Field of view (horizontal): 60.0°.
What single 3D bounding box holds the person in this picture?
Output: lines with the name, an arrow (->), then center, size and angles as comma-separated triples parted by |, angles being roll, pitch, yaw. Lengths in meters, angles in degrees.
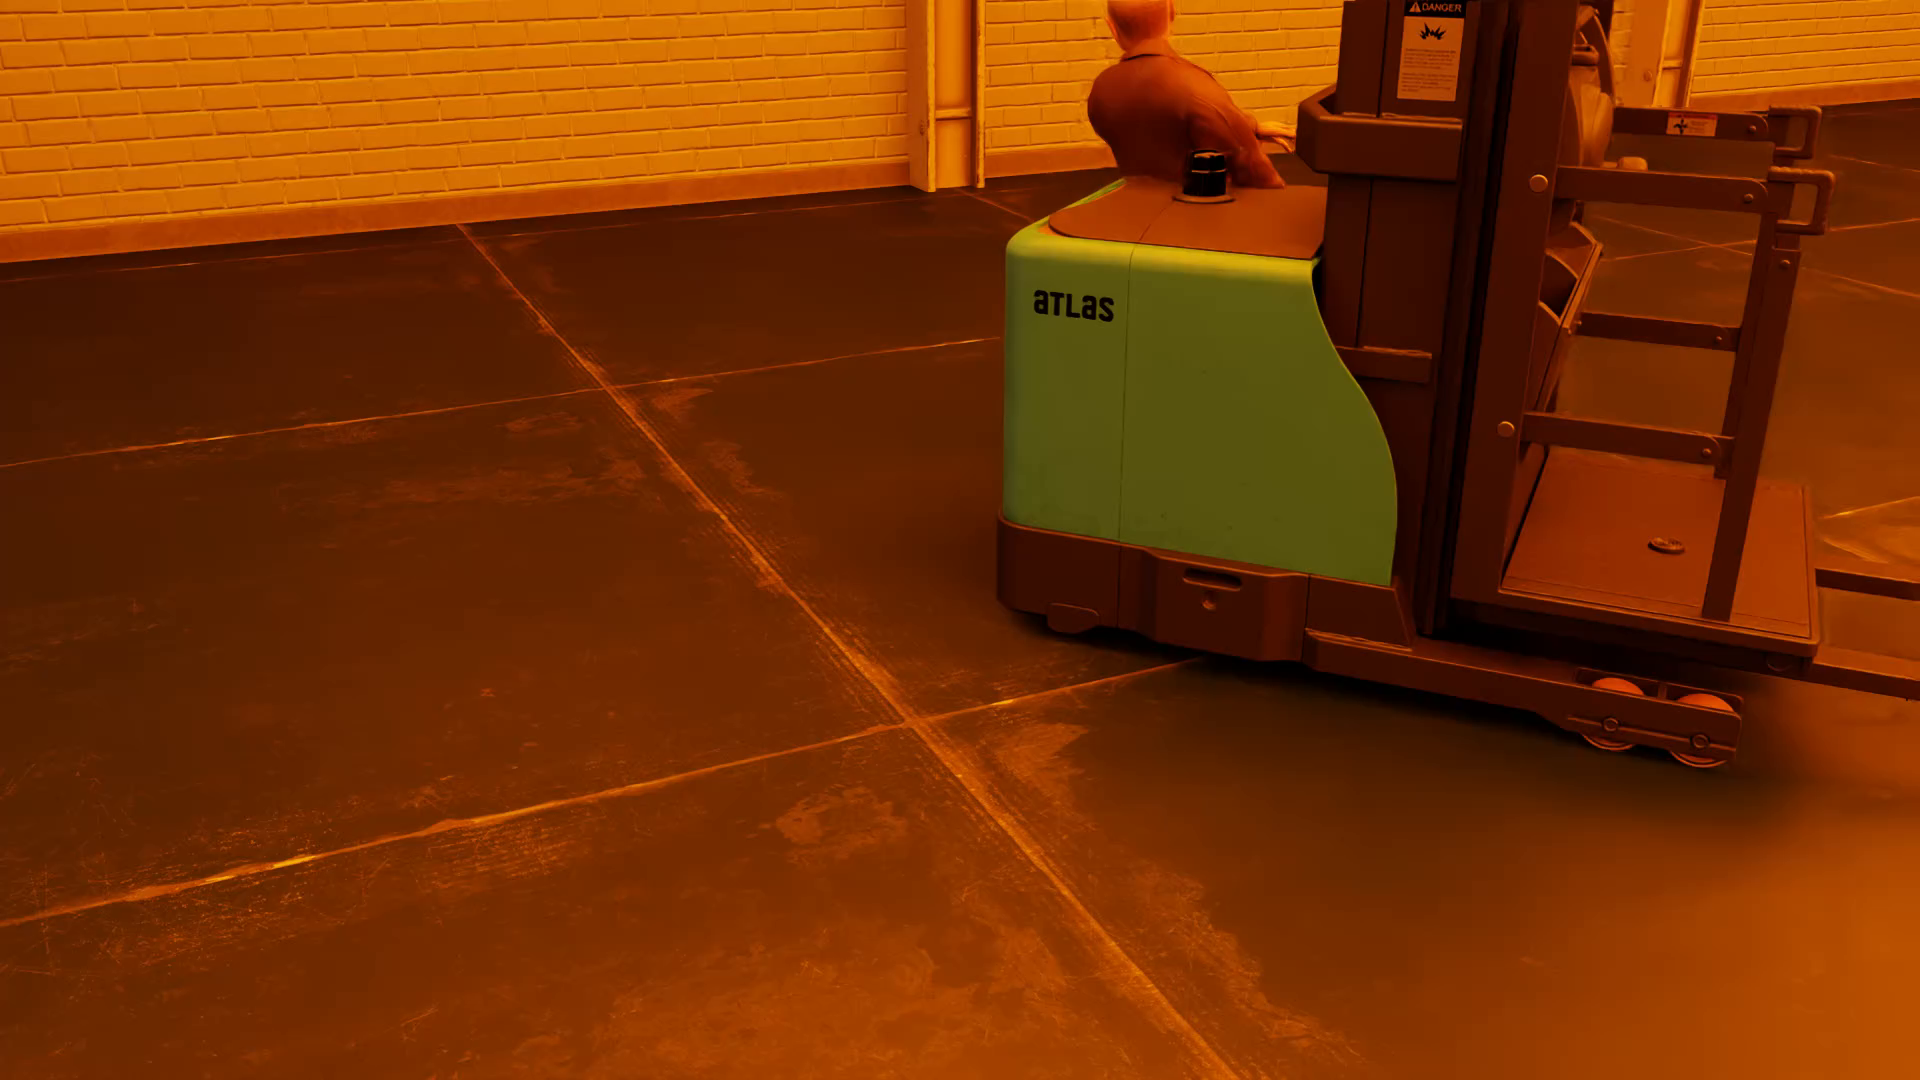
person -> 0.754, -0.824, 4.944 | 0.827, 1.658, 0.943 | 19, 29, 38

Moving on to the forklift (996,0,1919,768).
forklift -> 1.662, -1.060, 3.837 | 3.031, 2.935, 1.130 | 10, 24, 22
